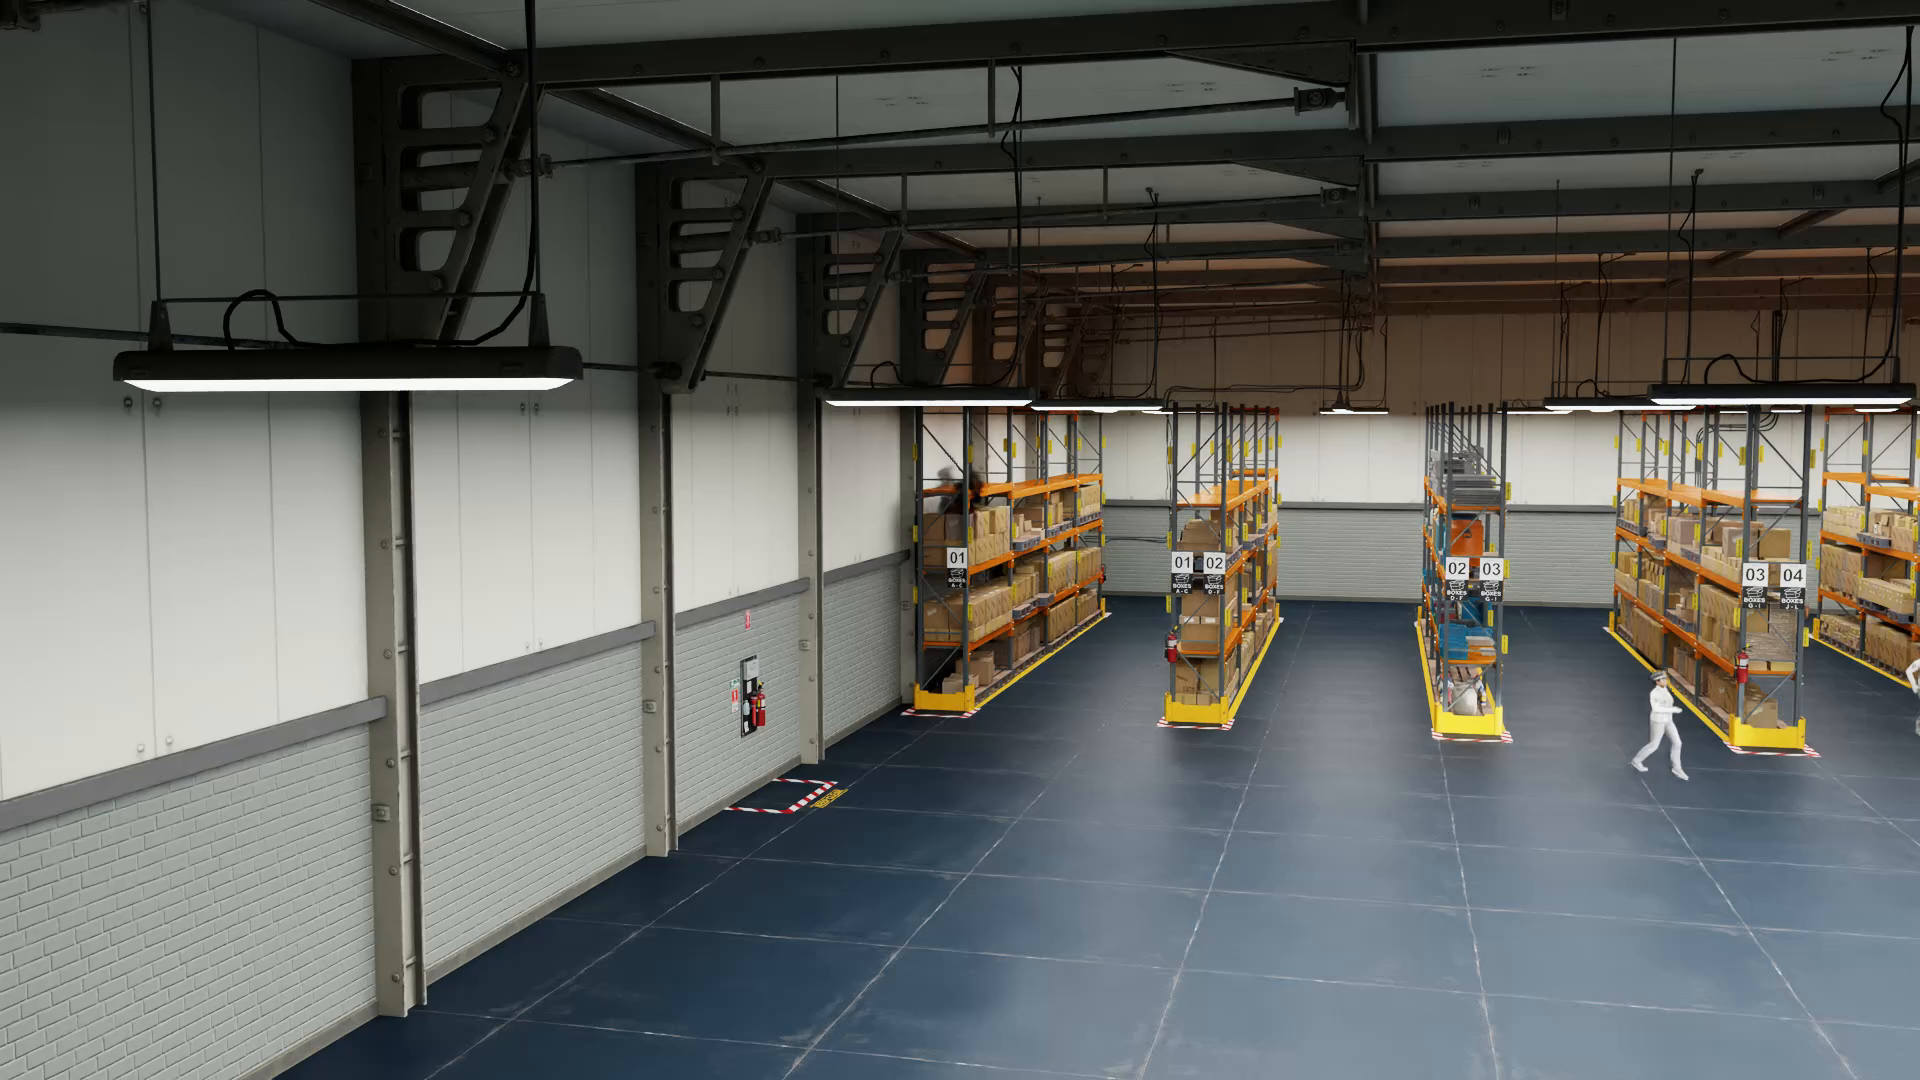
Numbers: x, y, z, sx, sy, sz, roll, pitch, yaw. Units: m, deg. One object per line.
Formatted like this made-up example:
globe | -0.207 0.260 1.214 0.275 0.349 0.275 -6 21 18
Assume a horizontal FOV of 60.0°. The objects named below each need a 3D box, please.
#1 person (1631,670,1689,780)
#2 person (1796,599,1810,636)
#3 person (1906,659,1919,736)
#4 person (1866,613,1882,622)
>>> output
person | 11.191 2.925 26.529 0.618 1.718 0.862 -4 6 -42
person | 20.299 1.942 40.414 0.622 1.641 0.620 2 5 21
person | 17.349 2.689 29.743 0.617 1.672 0.621 0 4 1
person | 23.921 1.641 43.655 0.737 1.748 0.578 -1 4 -16
